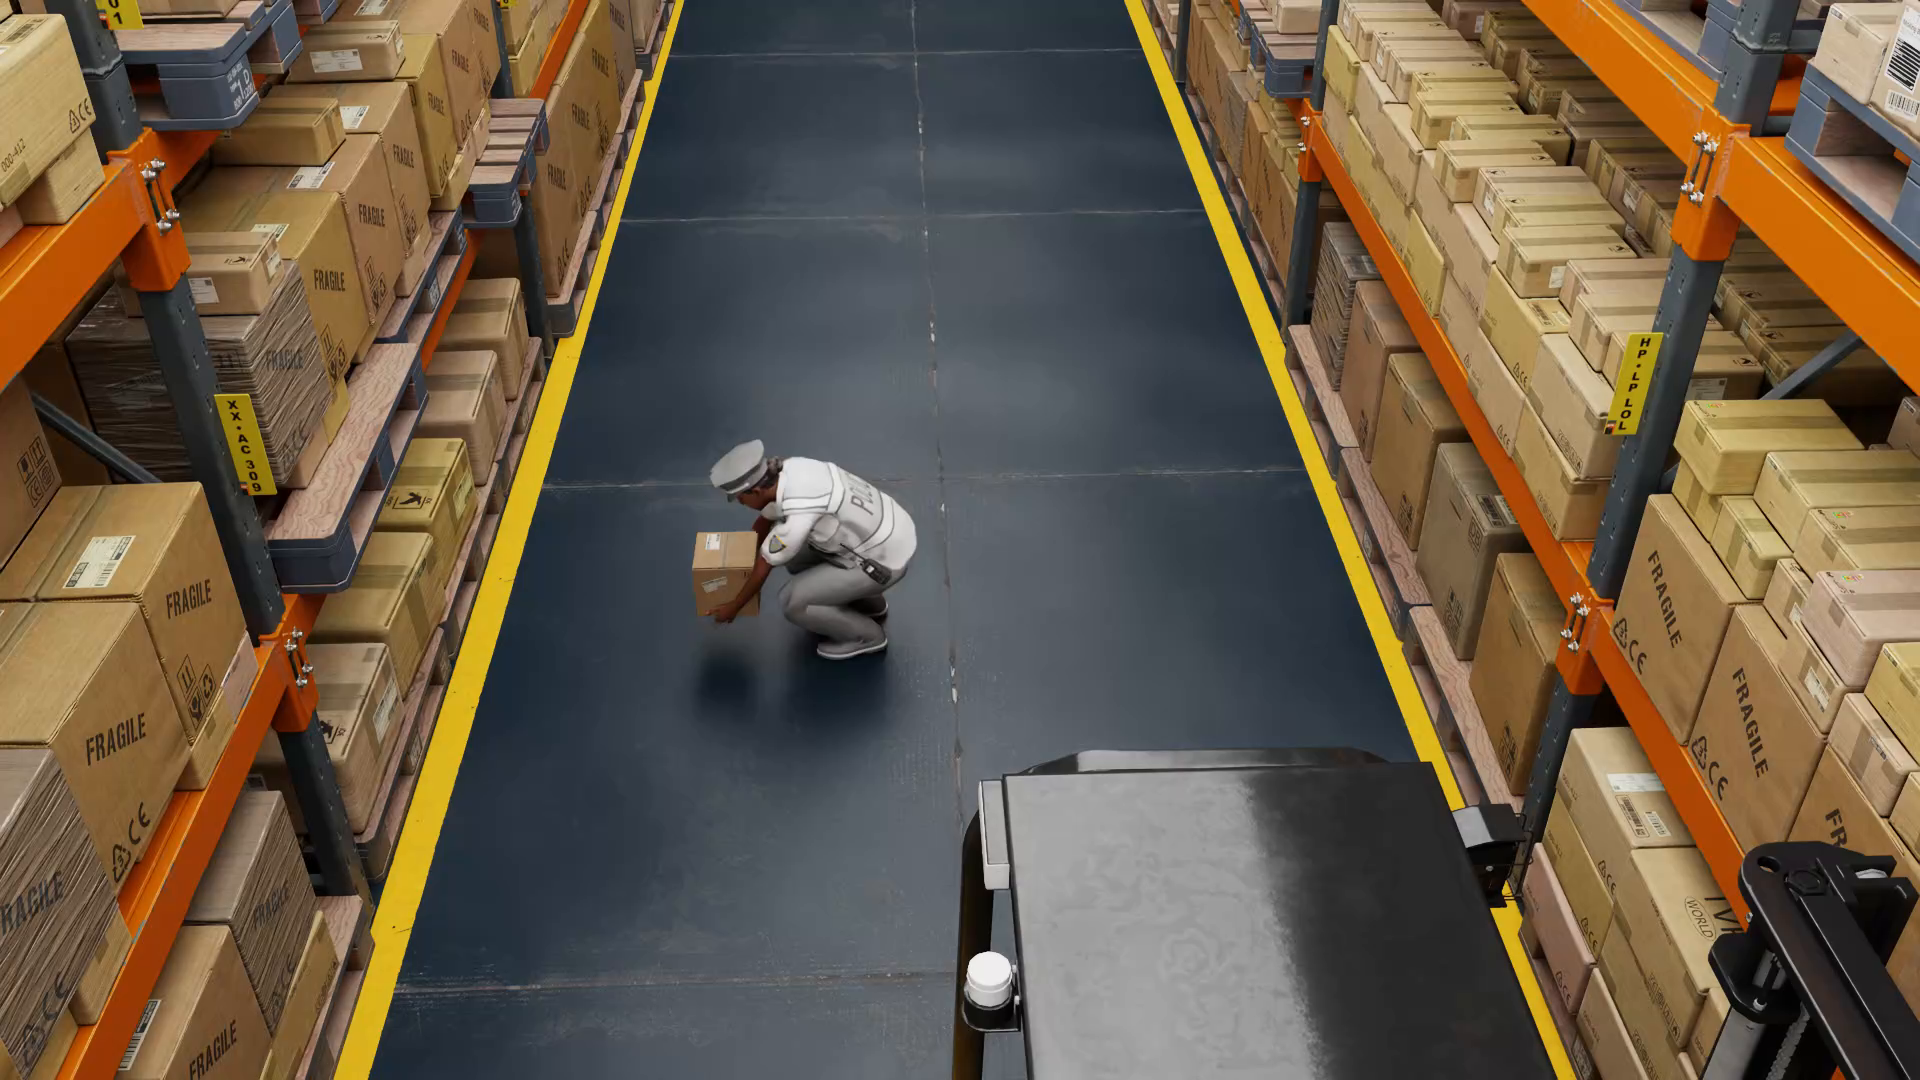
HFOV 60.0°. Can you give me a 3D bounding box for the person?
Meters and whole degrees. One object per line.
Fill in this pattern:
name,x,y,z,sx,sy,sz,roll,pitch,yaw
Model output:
person,-0.652,-0.057,6.690,0.777,0.806,0.416,-2,36,-3
